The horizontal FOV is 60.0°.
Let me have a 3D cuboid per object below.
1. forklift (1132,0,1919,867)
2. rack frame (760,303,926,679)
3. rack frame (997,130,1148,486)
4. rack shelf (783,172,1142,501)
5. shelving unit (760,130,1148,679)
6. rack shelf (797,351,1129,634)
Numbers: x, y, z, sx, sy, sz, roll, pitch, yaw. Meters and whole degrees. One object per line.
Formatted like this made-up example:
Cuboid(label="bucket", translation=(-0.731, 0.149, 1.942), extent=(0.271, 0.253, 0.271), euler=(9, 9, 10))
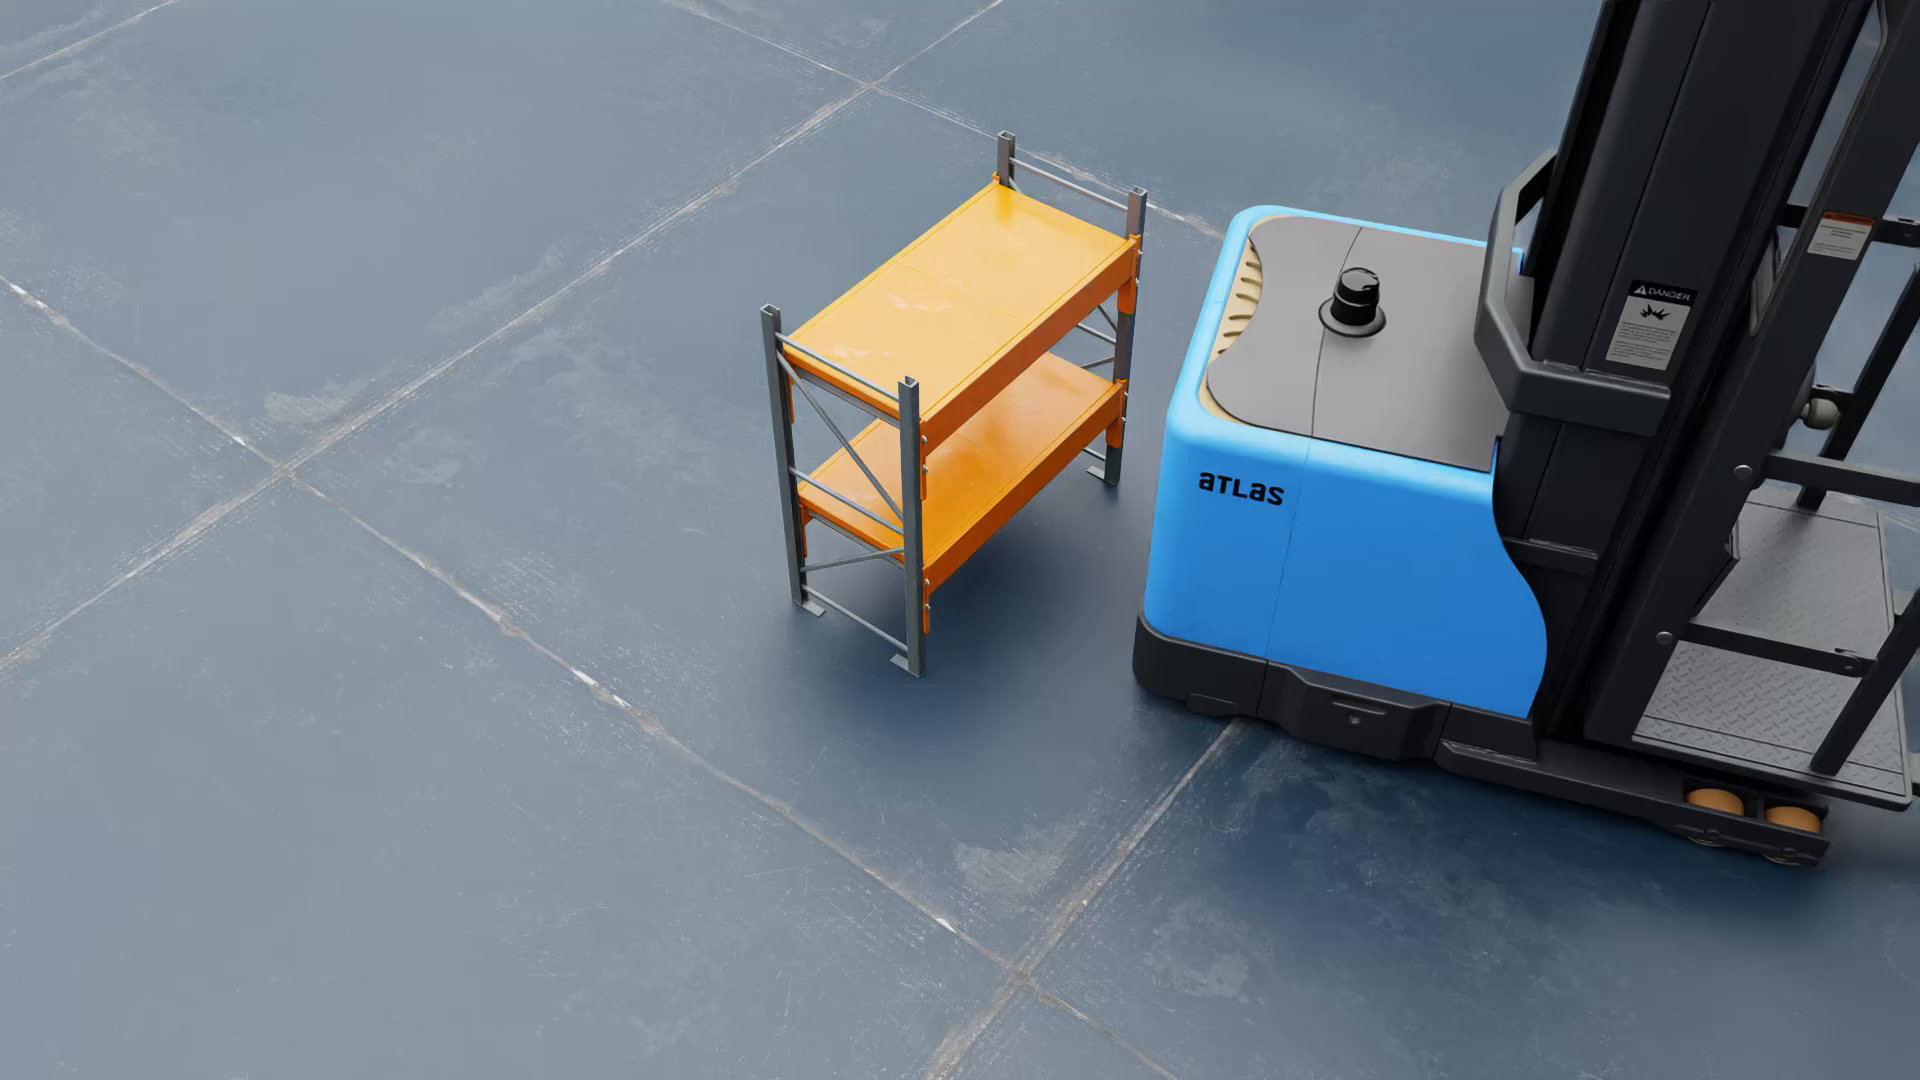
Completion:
Cuboid(label="forklift", translation=(2.072, -0.583, 3.779), extent=(3.031, 2.935, 1.130), euler=(13, 48, 12))
Cuboid(label="rack frame", translation=(-0.307, -0.102, 4.569), extent=(0.500, 1.125, 0.032), euler=(29, 53, 25))
Cuboid(label="rack frame", translation=(0.315, -0.683, 5.125), extent=(0.500, 1.125, 0.032), euler=(29, 53, 25))
Cuboid(label="rack shelf", translation=(0.004, -0.595, 4.635), extent=(0.538, 0.278, 1.000), euler=(29, 53, 25))
Cuboid(label="shelving unit", translation=(0.004, -0.392, 4.847), extent=(0.538, 1.125, 1.048), euler=(29, 53, 25))
Cuboid(label="rack shelf", translation=(0.004, -0.224, 5.024), extent=(0.538, 0.278, 1.000), euler=(29, 53, 25))
